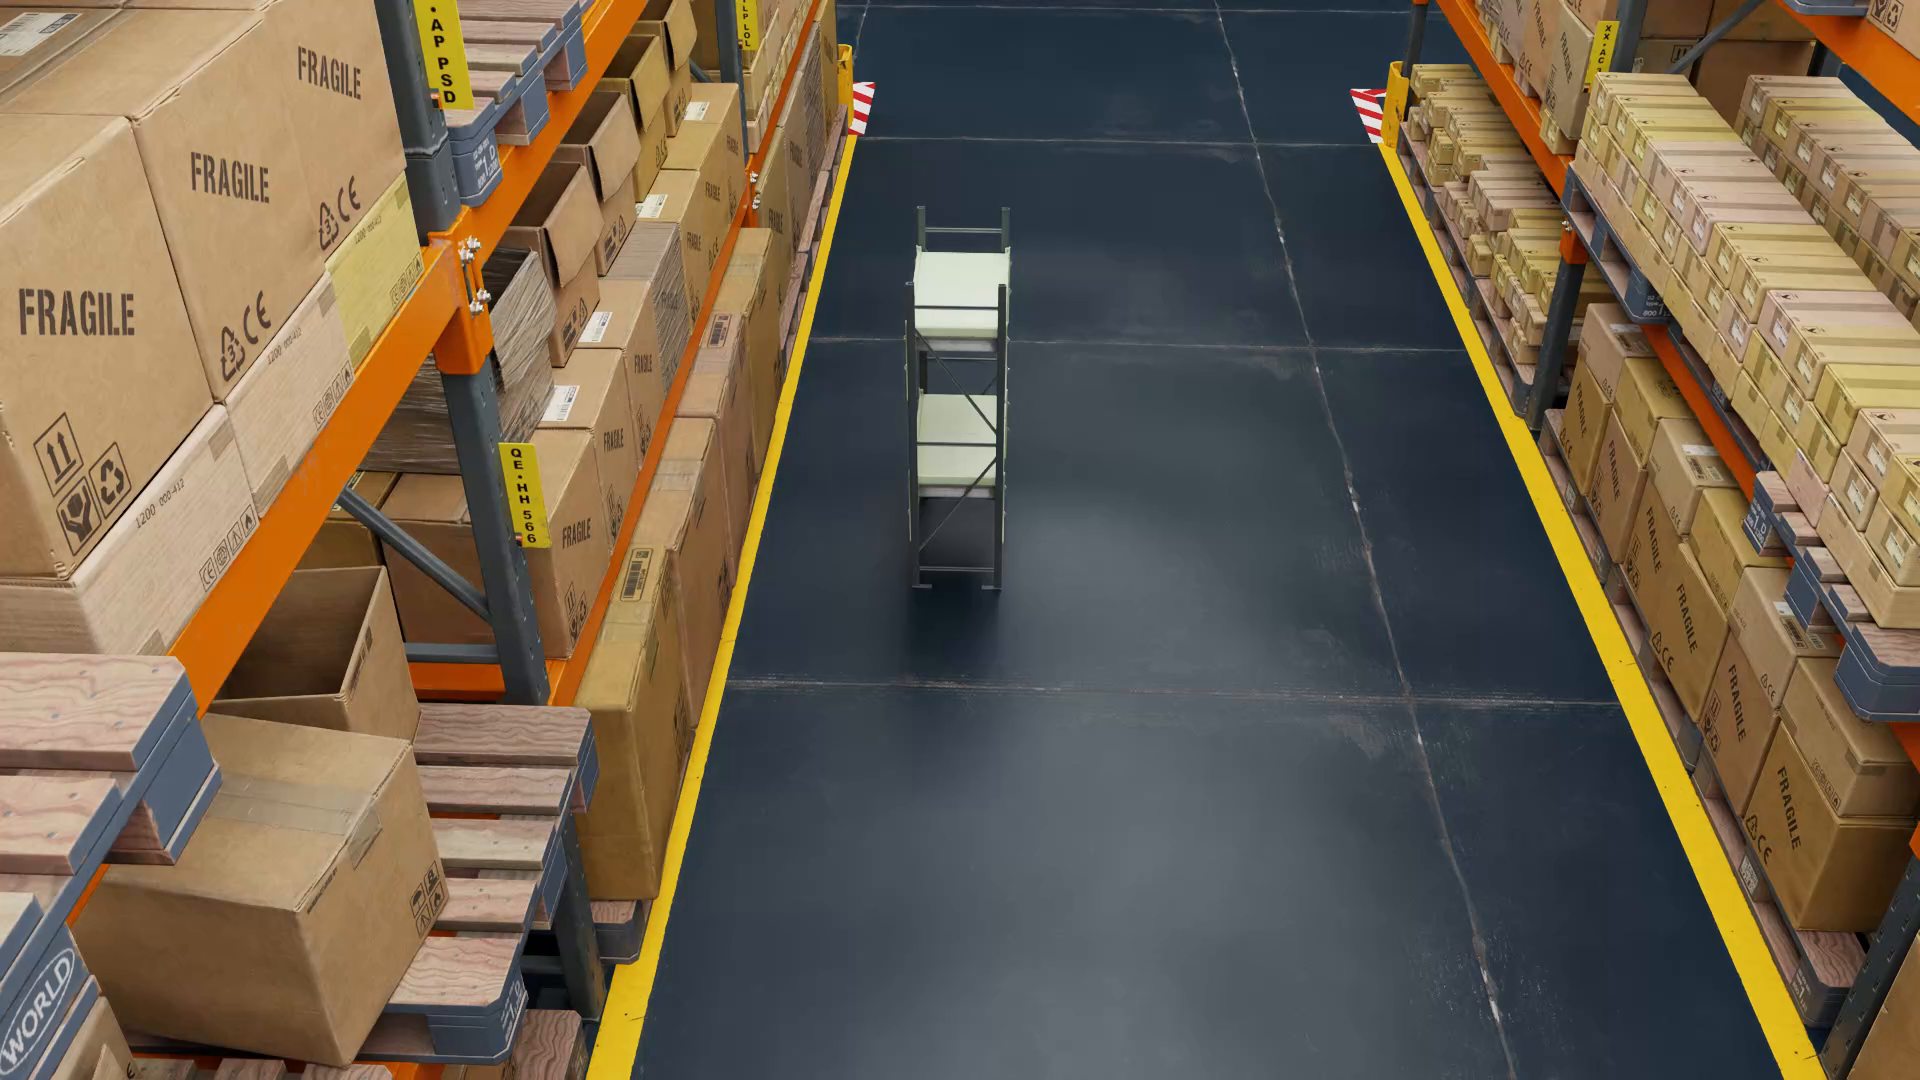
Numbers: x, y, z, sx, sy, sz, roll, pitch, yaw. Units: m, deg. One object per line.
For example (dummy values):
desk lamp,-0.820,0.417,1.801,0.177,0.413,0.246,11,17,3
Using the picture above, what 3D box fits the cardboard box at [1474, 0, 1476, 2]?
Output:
cardboard box,3.340,-3.370,10.155,0.380,0.149,0.250,3,35,4

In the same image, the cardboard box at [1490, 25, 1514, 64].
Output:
cardboard box,3.195,-2.772,9.305,0.380,0.149,0.250,2,35,3

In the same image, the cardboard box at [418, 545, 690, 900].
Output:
cardboard box,-1.638,0.621,5.740,1.225,0.875,0.875,0,35,0

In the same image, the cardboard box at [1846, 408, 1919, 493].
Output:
cardboard box,2.840,-0.256,4.842,0.380,0.149,0.250,1,35,1

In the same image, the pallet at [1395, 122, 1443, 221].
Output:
pallet,3.516,-2.453,11.057,1.003,0.211,1.213,1,35,2

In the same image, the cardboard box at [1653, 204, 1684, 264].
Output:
cardboard box,2.914,-1.179,6.414,0.380,0.149,0.250,3,35,4

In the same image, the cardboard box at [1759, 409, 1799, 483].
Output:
cardboard box,2.862,-0.304,5.427,0.380,0.149,0.250,1,35,1

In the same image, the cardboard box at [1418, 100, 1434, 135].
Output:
cardboard box,3.242,-2.780,10.952,0.380,0.149,0.250,1,35,2

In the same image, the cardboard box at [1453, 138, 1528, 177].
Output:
cardboard box,3.193,-2.303,10.015,0.380,0.149,0.250,2,35,3

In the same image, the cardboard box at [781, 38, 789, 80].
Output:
cardboard box,-1.142,-2.638,9.114,0.380,0.149,0.250,1,35,1

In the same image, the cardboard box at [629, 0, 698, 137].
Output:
cardboard box,-1.543,-2.063,7.117,0.797,0.503,0.637,0,35,1

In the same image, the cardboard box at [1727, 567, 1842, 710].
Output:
cardboard box,3.041,0.347,5.804,0.500,0.250,0.500,2,35,3

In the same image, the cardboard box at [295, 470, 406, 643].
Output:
cardboard box,-1.914,-0.010,5.069,0.500,0.500,0.500,2,35,3

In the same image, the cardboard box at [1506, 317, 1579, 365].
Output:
cardboard box,3.102,-1.044,8.741,0.380,0.149,0.250,2,35,2

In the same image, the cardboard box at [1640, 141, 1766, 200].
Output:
cardboard box,2.921,-1.452,6.543,0.380,0.149,0.250,1,35,1

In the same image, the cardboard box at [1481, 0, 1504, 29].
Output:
cardboard box,3.250,-3.133,9.253,0.500,0.500,0.500,0,35,1

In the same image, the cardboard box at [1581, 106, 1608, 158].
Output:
cardboard box,2.951,-1.781,7.270,0.380,0.149,0.250,2,35,3

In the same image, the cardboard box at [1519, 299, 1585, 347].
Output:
cardboard box,3.121,-1.121,8.592,0.380,0.149,0.250,2,35,3

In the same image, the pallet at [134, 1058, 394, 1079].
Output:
pallet,-1.725,1.536,3.122,1.003,0.211,1.213,1,35,2

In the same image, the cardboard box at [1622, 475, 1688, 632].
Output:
cardboard box,3.105,0.069,6.852,0.500,0.500,0.500,2,35,3

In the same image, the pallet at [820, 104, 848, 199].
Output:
pallet,-1.319,-2.674,11.372,1.003,0.211,1.213,1,35,2

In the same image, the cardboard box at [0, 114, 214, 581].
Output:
cardboard box,-1.500,-0.294,2.429,0.500,0.500,0.500,2,35,3

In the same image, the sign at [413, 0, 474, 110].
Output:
sign,-1.144,-1.105,3.656,0.100,0.325,0.005,1,35,2

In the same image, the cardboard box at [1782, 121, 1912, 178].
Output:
cardboard box,3.583,-1.580,6.726,0.380,0.149,0.250,0,35,0

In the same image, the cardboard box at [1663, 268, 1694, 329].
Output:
cardboard box,2.904,-0.909,6.288,0.380,0.149,0.250,1,35,1

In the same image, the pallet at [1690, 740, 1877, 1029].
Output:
pallet,3.299,1.184,5.881,1.003,0.211,1.213,1,35,2

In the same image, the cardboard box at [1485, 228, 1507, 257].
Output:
cardboard box,3.212,-1.720,9.444,0.380,0.149,0.250,2,35,3

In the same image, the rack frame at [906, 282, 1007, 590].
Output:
rack frame,-0.015,-0.399,7.014,0.400,1.500,0.023,1,35,2

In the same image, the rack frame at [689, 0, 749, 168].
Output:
rack frame,-1.526,-1.978,7.956,1.000,3.000,0.127,1,35,2

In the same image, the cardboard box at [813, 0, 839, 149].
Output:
cardboard box,-1.311,-3.209,11.191,0.875,0.875,0.875,1,35,2

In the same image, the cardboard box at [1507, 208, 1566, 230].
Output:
cardboard box,3.242,-1.703,9.162,0.380,0.149,0.250,2,35,3

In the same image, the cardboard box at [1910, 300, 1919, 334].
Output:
cardboard box,3.536,-0.711,5.748,0.380,0.149,0.250,1,35,1

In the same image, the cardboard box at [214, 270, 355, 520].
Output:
cardboard box,-1.467,-0.282,3.064,0.500,0.250,0.500,1,35,2

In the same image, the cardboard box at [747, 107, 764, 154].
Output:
cardboard box,-1.181,-2.038,8.259,0.380,0.149,0.250,1,35,2

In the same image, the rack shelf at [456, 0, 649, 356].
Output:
rack shelf,-1.606,-1.762,5.666,1.077,0.370,4.000,1,35,2

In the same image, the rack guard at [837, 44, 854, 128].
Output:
rack guard,-1.364,-3.268,11.965,1.175,0.500,0.348,1,35,2

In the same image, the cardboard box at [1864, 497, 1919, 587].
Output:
cardboard box,2.831,0.007,4.725,0.380,0.149,0.250,2,35,3

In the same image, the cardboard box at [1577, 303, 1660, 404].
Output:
cardboard box,3.133,-0.843,7.498,0.500,0.250,0.500,0,35,0

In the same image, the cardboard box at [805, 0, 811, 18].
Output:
cardboard box,-1.100,-3.226,9.950,0.380,0.149,0.250,1,35,2

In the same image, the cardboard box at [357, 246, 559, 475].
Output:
cardboard box,-1.641,-0.551,4.966,0.797,0.503,0.637,2,35,3

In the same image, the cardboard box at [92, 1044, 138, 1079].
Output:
cardboard box,-1.483,1.167,3.232,0.396,0.266,0.258,0,35,1

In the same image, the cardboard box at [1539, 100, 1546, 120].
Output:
cardboard box,3.176,-2.175,8.455,0.380,0.149,0.250,3,35,4

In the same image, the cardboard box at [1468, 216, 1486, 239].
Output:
cardboard box,3.221,-1.787,9.799,0.380,0.149,0.250,2,35,3

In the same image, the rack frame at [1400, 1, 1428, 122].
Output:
rack frame,3.587,-4.104,10.981,1.000,3.000,0.127,1,35,2

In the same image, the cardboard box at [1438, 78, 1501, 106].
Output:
cardboard box,3.336,-2.898,10.862,0.380,0.149,0.250,2,35,3

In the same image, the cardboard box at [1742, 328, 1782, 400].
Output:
cardboard box,2.870,-0.584,5.567,0.380,0.149,0.250,1,35,2

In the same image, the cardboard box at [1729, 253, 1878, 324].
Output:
cardboard box,2.882,-0.855,5.694,0.380,0.149,0.250,3,35,4

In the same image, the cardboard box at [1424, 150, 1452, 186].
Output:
cardboard box,3.195,-2.376,10.637,0.380,0.149,0.250,2,35,2

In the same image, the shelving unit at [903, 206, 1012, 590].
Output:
shelving unit,0.000,-0.610,7.313,0.431,1.500,0.755,1,35,2

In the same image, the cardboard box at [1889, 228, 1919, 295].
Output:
cardboard box,3.543,-0.980,5.871,0.380,0.149,0.250,1,35,1

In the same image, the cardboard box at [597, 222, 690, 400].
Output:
cardboard box,-1.337,-0.872,6.295,0.500,0.500,0.500,1,35,2

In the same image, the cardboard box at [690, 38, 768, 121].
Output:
cardboard box,-1.245,-2.303,8.289,0.500,0.250,0.500,1,35,1

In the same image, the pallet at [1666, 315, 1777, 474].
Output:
pallet,3.304,-0.567,6.115,1.003,0.211,1.213,1,35,2

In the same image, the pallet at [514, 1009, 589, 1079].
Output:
pallet,-1.719,1.910,4.849,1.003,0.211,1.213,1,35,2

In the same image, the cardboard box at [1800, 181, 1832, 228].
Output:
cardboard box,3.579,-1.312,6.603,0.380,0.149,0.250,0,35,0

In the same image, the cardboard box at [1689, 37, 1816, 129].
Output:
cardboard box,3.698,-2.247,7.993,0.500,0.500,0.500,1,35,1

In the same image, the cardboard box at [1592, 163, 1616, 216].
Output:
cardboard box,2.946,-1.500,7.128,0.380,0.149,0.250,2,35,3
